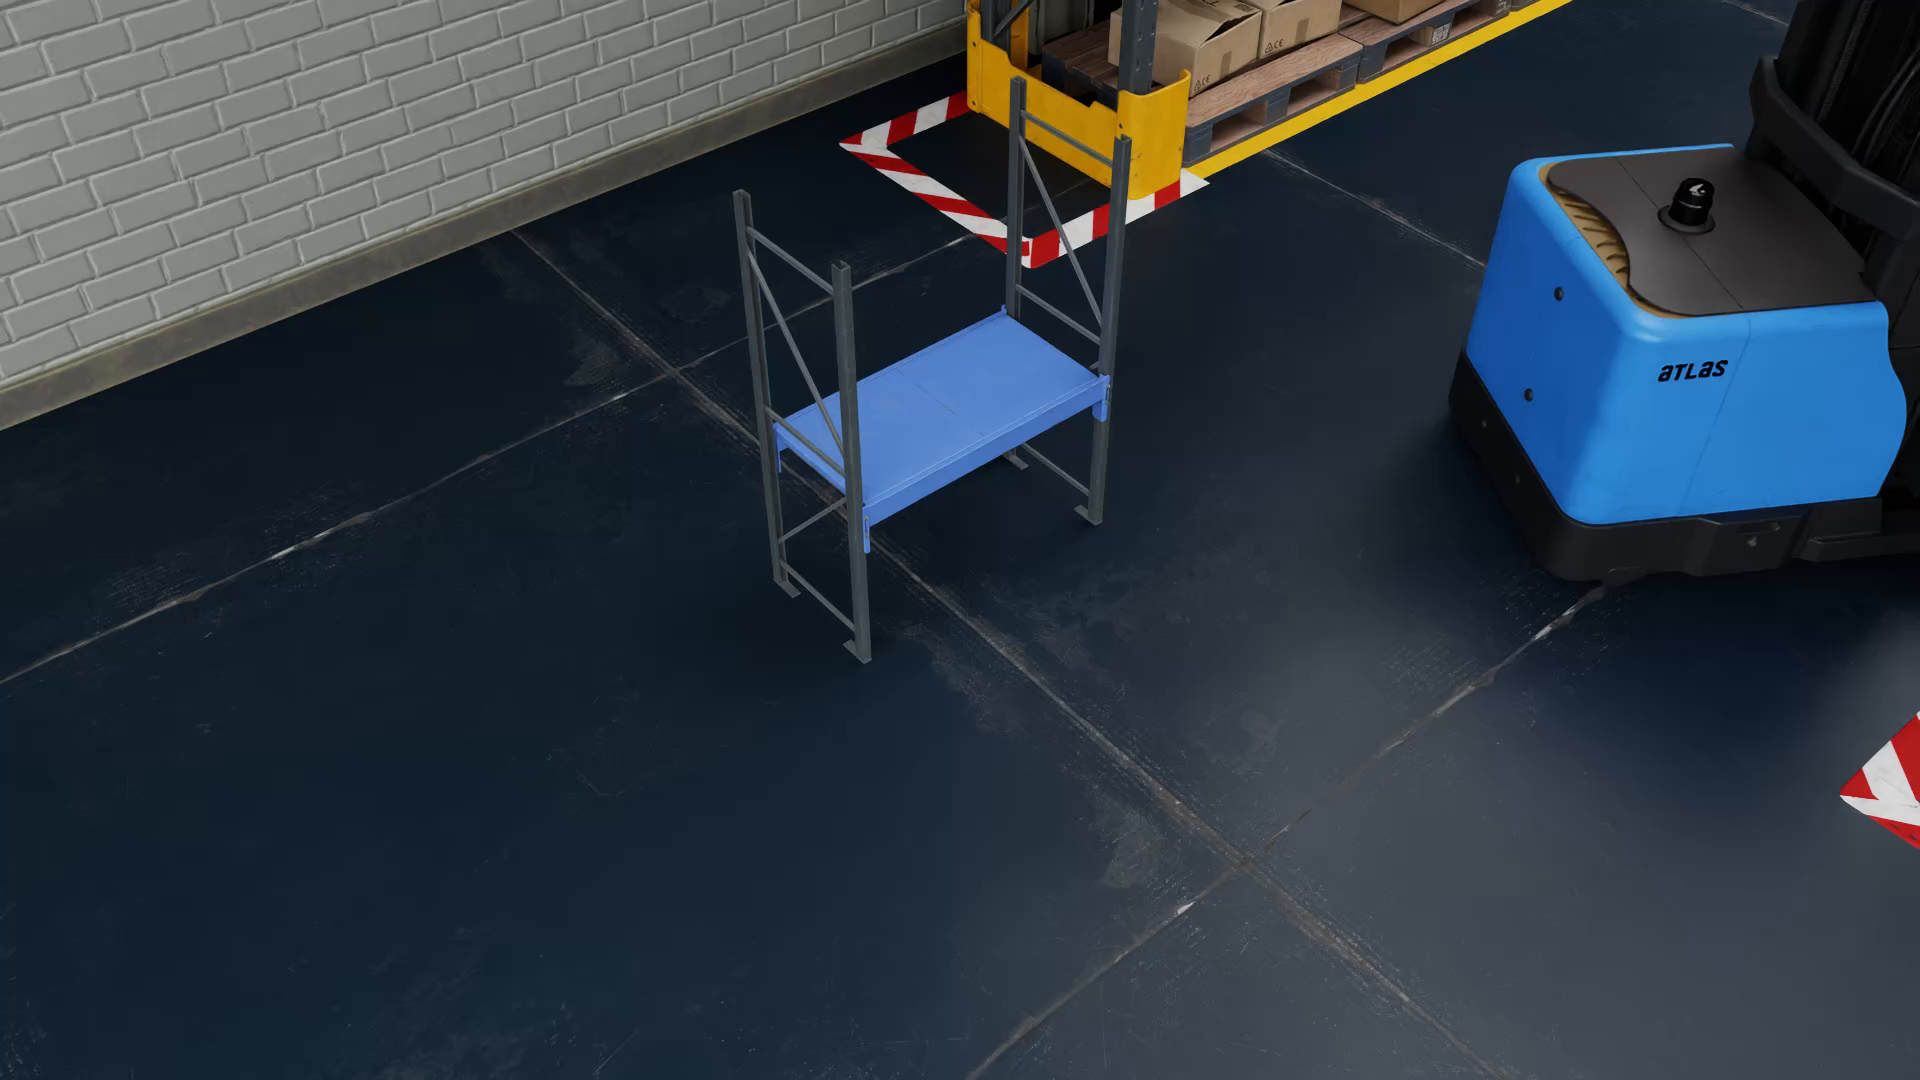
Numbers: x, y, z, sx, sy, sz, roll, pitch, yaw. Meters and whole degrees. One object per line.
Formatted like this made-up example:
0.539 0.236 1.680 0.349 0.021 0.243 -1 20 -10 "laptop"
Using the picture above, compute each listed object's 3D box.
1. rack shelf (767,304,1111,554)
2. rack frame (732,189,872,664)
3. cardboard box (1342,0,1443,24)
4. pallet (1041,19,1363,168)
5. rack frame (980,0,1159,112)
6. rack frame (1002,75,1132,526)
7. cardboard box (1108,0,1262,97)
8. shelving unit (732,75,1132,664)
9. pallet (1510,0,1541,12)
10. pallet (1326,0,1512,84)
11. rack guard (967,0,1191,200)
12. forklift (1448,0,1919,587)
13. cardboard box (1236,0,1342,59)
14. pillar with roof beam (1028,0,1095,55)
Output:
-0.065 -0.378 5.320 1.000 0.185 0.538 -30 51 -28 "rack shelf"
-0.455 -0.286 4.959 0.032 1.500 0.500 -30 51 -28 "rack frame"
2.075 -2.979 8.235 0.500 0.500 0.700 -33 52 -30 "cardboard box"
1.159 -2.282 8.025 1.213 0.211 1.003 -30 51 -28 "pallet"
0.454 -2.927 6.675 0.127 3.000 1.000 -30 51 -28 "rack frame"
0.325 -0.732 5.434 0.032 1.500 0.500 -30 51 -28 "rack frame"
1.043 -2.364 7.718 0.500 0.311 0.500 33 52 30 "cardboard box"
-0.065 -0.509 5.197 1.048 1.500 0.538 -30 51 -28 "shelving unit"
3.030 -3.354 9.167 1.213 0.211 1.003 -30 51 -28 "pallet"
2.094 -2.815 8.593 1.213 0.211 1.003 -30 51 -28 "pallet"
0.513 -2.049 7.566 0.348 0.500 1.175 -30 51 -28 "rack guard"
3.376 -1.375 5.073 3.031 2.935 1.130 -6 44 -6 "forklift"
1.480 -2.614 7.985 0.500 0.311 0.500 -26 49 -25 "cardboard box"
3.198 -3.615 3.025 0.400 9.000 9.100 -30 51 -28 "pillar with roof beam"
